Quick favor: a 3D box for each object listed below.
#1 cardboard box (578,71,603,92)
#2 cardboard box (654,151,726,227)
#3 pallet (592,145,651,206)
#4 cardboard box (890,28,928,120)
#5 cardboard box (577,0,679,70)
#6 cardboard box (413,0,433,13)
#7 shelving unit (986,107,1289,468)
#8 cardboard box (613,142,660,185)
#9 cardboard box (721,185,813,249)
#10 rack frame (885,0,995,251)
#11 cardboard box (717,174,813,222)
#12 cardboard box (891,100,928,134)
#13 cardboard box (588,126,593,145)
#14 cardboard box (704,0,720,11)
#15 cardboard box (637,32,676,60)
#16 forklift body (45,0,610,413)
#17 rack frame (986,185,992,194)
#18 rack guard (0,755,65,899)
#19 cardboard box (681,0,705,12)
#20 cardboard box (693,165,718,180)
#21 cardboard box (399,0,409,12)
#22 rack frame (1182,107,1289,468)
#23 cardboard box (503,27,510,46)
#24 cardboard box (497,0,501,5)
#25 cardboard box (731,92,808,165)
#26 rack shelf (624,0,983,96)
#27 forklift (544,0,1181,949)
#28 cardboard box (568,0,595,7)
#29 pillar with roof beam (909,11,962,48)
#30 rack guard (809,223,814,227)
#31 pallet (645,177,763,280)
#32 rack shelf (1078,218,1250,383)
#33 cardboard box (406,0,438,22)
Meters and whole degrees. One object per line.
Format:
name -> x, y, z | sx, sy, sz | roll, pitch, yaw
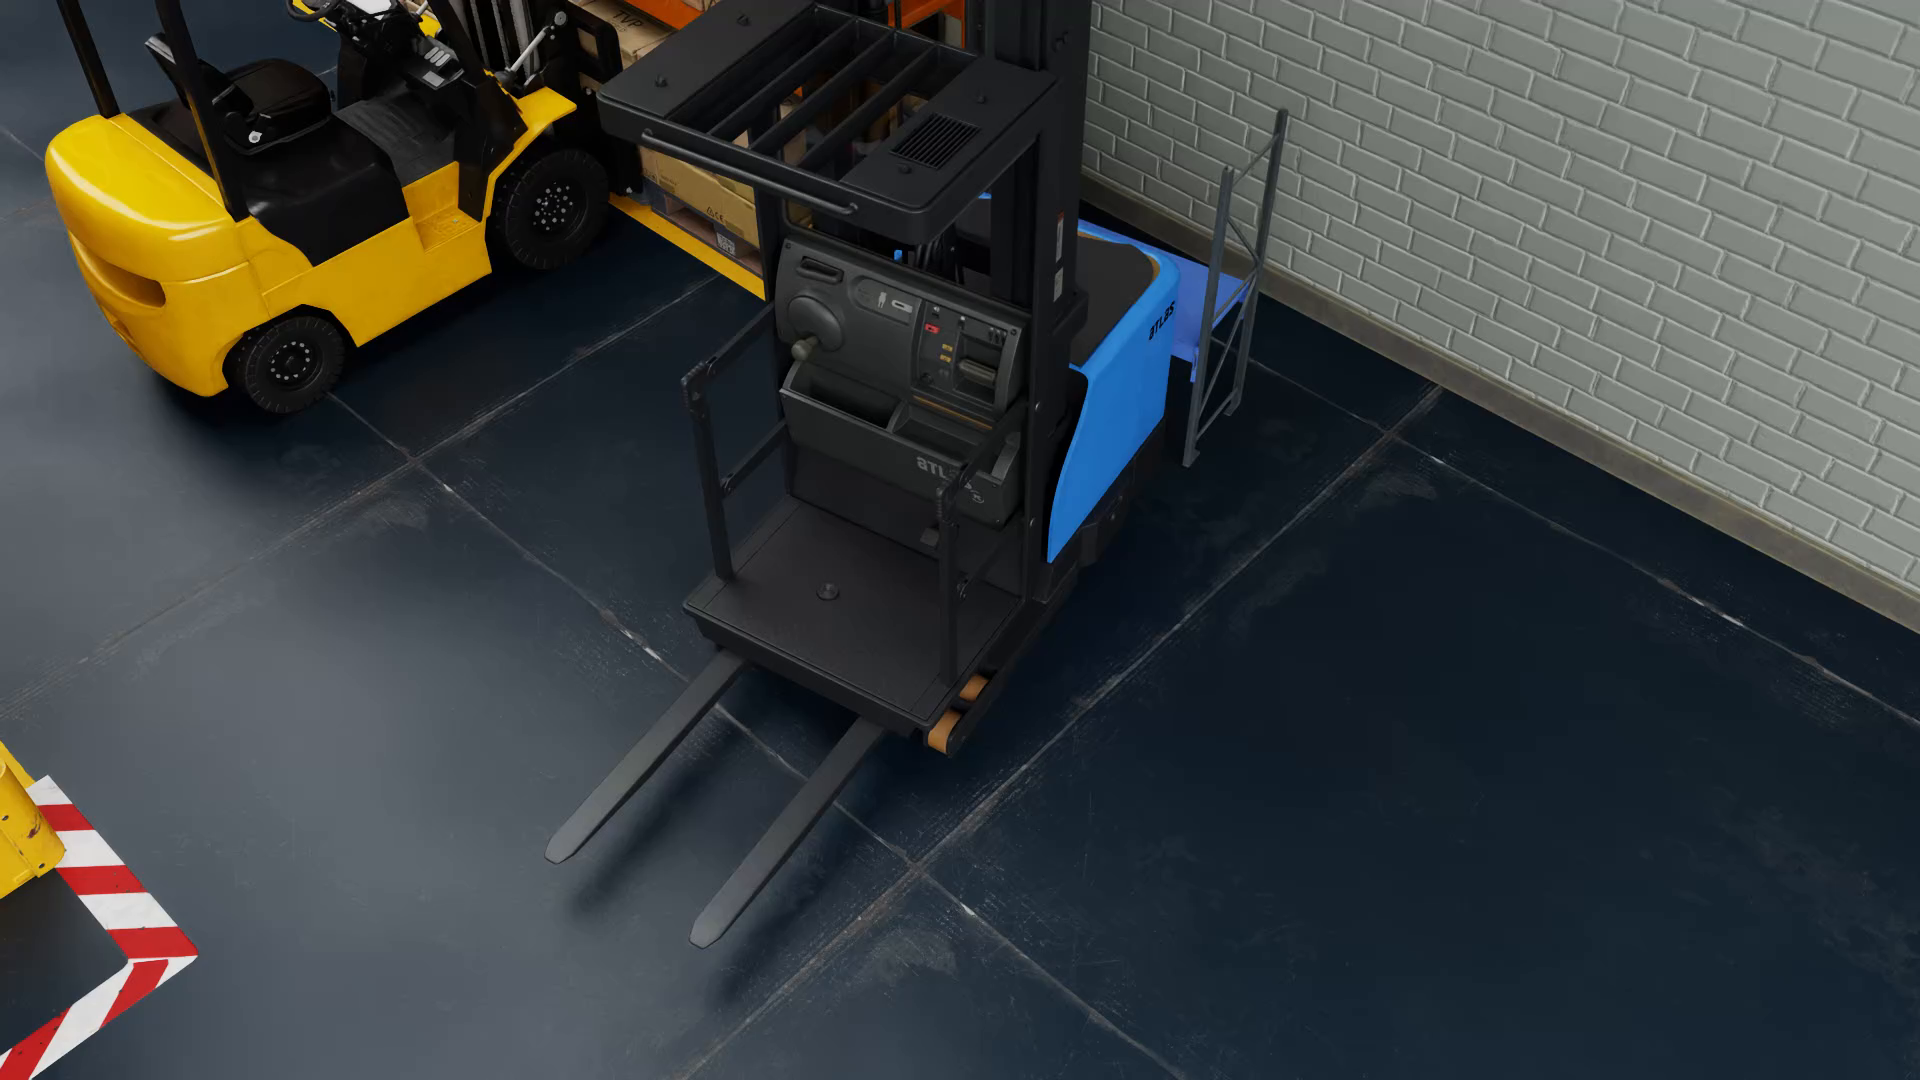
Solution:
cardboard box -> -1.537, -2.264, 8.182 | 0.500, 0.250, 0.500 | 33, 55, 27
cardboard box -> -1.131, -1.836, 8.123 | 0.500, 0.250, 0.500 | 34, 55, 28
pallet -> -1.695, -2.324, 8.896 | 1.213, 0.211, 1.003 | 34, 55, 28
cardboard box -> -0.437, -2.203, 7.782 | 0.500, 0.250, 0.500 | 33, 55, 27
cardboard box -> -1.519, -2.418, 7.984 | 0.500, 0.250, 0.500 | 35, 56, 28
cardboard box -> -2.634, -3.019, 8.890 | 0.500, 0.250, 0.500 | 34, 55, 27
shelving unit -> 0.680, -1.185, 6.942 | 1.048, 1.500, 0.538 | 26, 52, 22
cardboard box -> -1.493, -2.088, 8.360 | 0.500, 0.250, 0.500 | 35, 56, 28
cardboard box -> -0.772, -1.585, 7.887 | 0.500, 0.250, 0.500 | 34, 56, 28
rack frame -> -0.213, -2.320, 6.979 | 0.127, 3.000, 1.000 | 34, 55, 28
cardboard box -> -0.782, -1.766, 7.715 | 0.500, 0.250, 0.500 | 33, 55, 27
cardboard box -> -0.417, -2.037, 7.969 | 0.500, 0.250, 0.500 | 35, 56, 28
cardboard box -> -1.890, -2.333, 8.590 | 0.500, 0.250, 0.500 | 36, 56, 29
cardboard box -> -0.752, -2.456, 7.039 | 0.500, 0.500, 0.500 | 33, 55, 27
cardboard box -> -1.142, -2.174, 7.755 | 0.500, 0.250, 0.500 | 35, 56, 28
forklift body -> -2.843, -1.989, 7.251 | 1.214, 2.155, 2.313 | 34, 55, 28
rack frame -> 0.255, -1.388, 7.133 | 0.032, 1.500, 0.500 | 26, 52, 22
rack guard -> -3.632, 1.159, 5.427 | 0.348, 0.500, 1.175 | 34, 55, 28
cardboard box -> -1.127, -2.718, 7.284 | 0.500, 0.500, 0.500 | 36, 56, 29
cardboard box -> -1.144, -2.020, 7.953 | 0.500, 0.250, 0.500 | 33, 55, 27
cardboard box -> -3.021, -3.083, 9.294 | 0.500, 0.250, 0.500 | 34, 56, 28
rack frame -> 1.106, -0.982, 6.752 | 0.032, 1.500, 0.500 | 26, 52, 22
cardboard box -> -2.273, -2.764, 8.651 | 0.500, 0.250, 0.500 | 33, 55, 27
cardboard box -> -2.267, -2.937, 8.471 | 0.500, 0.250, 0.500 | 36, 56, 29
cardboard box -> -0.763, -1.925, 7.521 | 0.500, 0.250, 0.500 | 36, 56, 29
rack shelf -> -1.682, -3.062, 8.170 | 4.000, 0.370, 1.077 | 34, 55, 28
forklift -> -0.326, -0.611, 5.421 | 1.130, 2.935, 3.031 | 24, 51, 21
cardboard box -> -1.887, -2.673, 8.223 | 0.500, 0.250, 0.500 | 33, 55, 27
pillar with roof beam -> -3.033, -2.894, 3.403 | 0.400, 9.000, 9.100 | 34, 55, 28
rack guard -> -0.195, -1.452, 7.879 | 0.348, 0.500, 1.175 | 34, 55, 28
pallet -> -0.803, -1.721, 8.329 | 1.213, 0.211, 1.003 | 34, 55, 28
rack shelf -> 0.680, -1.062, 7.073 | 1.000, 0.185, 0.538 | 26, 52, 22
cardboard box -> -2.637, -2.841, 9.066 | 0.500, 0.250, 0.500 | 33, 55, 27
